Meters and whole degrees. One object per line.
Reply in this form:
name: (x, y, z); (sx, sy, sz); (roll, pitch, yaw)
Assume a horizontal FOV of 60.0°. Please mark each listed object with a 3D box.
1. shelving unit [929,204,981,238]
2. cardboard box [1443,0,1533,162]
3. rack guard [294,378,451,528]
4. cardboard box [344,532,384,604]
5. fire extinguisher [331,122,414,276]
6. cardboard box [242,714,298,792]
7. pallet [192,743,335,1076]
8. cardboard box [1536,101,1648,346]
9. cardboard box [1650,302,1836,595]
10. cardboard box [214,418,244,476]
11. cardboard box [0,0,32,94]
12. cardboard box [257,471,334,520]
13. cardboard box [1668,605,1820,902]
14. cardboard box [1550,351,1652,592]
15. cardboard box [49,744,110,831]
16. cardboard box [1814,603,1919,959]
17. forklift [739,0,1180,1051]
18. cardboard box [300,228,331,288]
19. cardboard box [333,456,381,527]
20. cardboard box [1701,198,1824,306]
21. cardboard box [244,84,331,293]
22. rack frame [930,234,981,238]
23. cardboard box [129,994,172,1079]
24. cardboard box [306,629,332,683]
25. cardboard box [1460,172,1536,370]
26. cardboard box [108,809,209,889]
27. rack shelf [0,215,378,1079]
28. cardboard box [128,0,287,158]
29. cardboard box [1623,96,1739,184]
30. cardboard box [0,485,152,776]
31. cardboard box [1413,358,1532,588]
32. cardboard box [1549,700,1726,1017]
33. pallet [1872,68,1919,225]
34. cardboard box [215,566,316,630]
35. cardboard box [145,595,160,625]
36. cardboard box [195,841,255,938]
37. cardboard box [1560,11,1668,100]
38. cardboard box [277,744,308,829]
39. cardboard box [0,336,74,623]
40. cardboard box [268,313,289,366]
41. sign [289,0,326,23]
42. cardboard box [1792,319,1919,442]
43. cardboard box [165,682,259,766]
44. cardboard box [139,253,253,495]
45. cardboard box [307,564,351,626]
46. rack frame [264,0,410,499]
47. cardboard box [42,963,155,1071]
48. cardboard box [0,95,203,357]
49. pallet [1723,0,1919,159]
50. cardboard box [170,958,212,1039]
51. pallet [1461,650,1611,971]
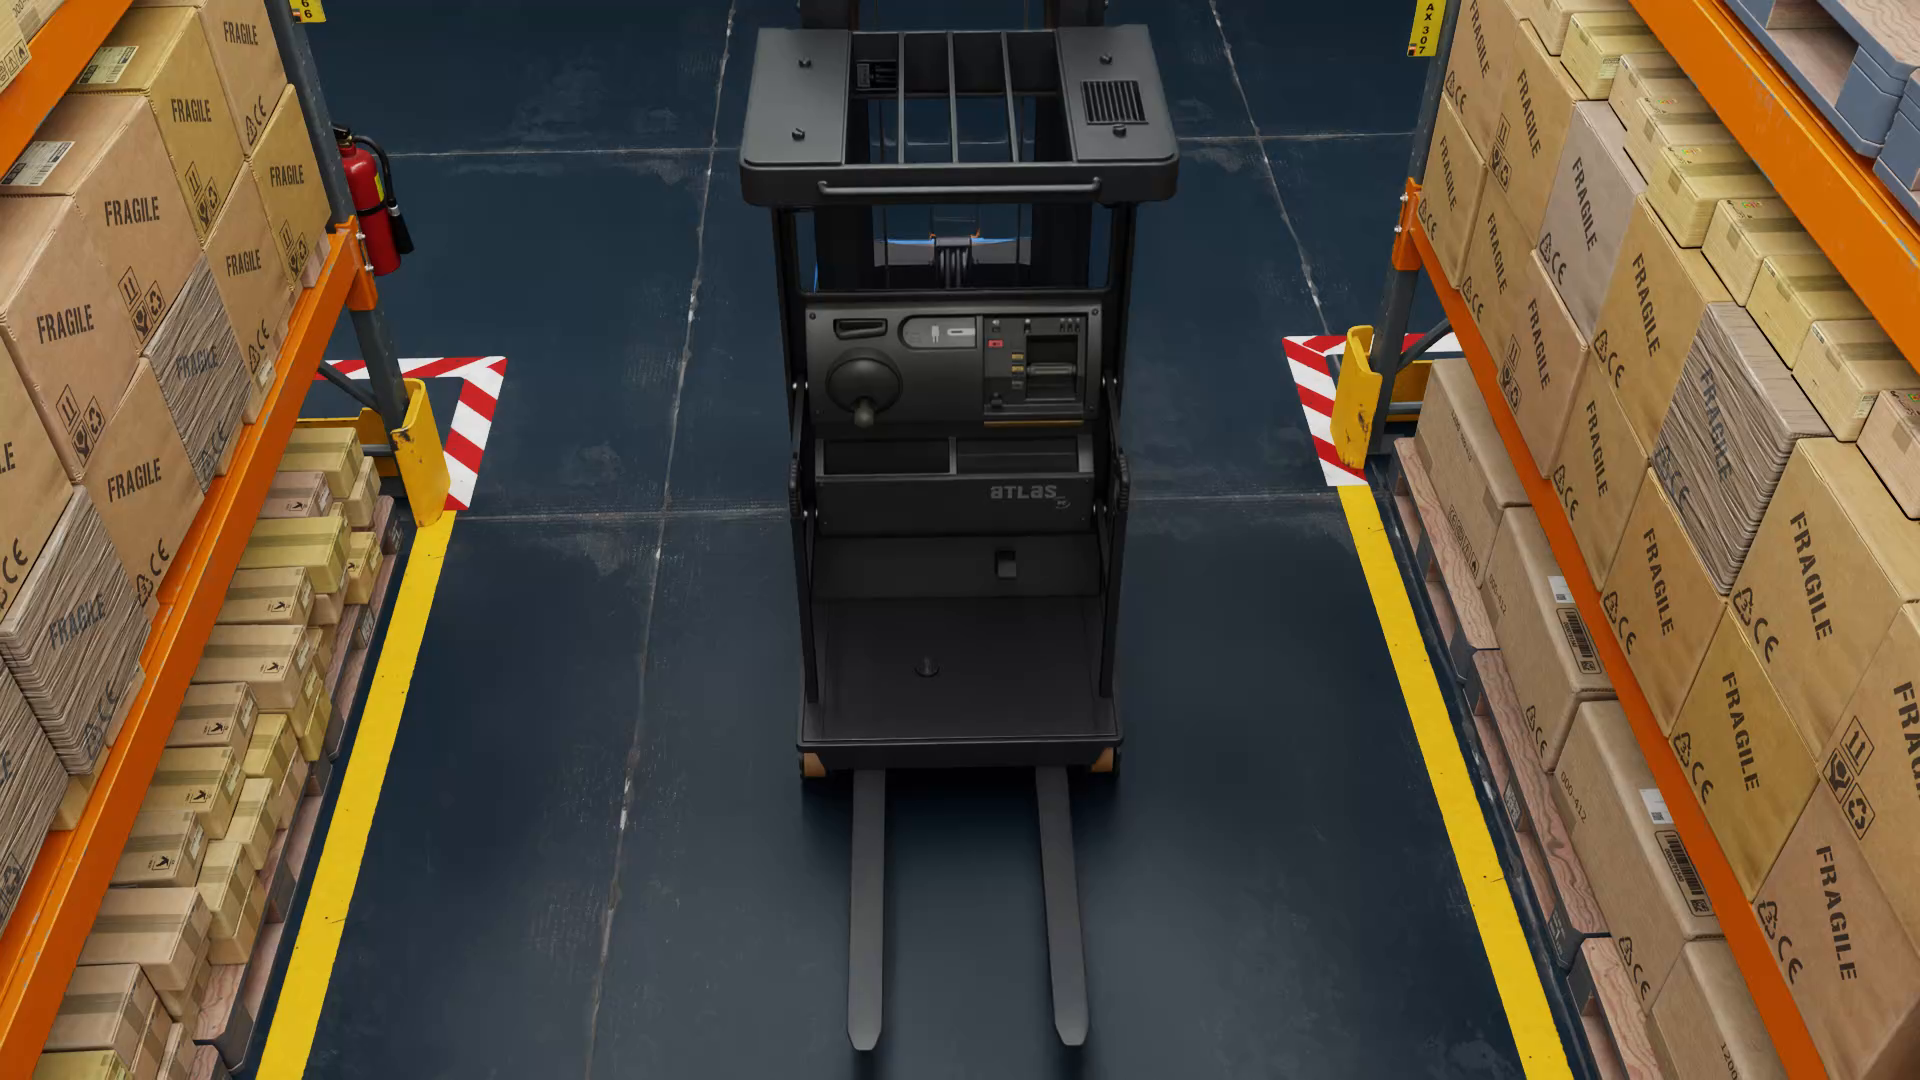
shelving unit: (-0.020, -0.886, 6.940); (0.215, 1.050, 0.252); (-1, 43, -1)
cardboard box: (1.945, -1.595, 5.456); (0.500, 0.500, 0.500); (-3, 43, -3)
rack guard: (-2.729, -0.338, 6.749); (1.175, 0.500, 0.348); (-2, 43, -2)
cardboard box: (-2.389, 0.105, 6.214); (0.380, 0.149, 0.250); (0, 43, 0)
fire extinguisher: (-2.282, -1.328, 6.313); (0.296, 0.674, 0.183); (-2, 43, -2)
cardboard box: (-2.373, 0.697, 5.348); (0.380, 0.149, 0.250); (0, 43, 0)
pallet: (-2.681, 1.139, 5.351); (1.003, 0.211, 1.213); (-2, 43, -2)
cardboard box: (2.004, -0.899, 4.697); (0.500, 0.500, 0.500); (-2, 43, -2)
cardboard box: (2.039, -0.223, 3.960); (0.500, 0.500, 0.500); (-1, 43, -1)
cardboard box: (-2.421, -0.318, 5.063); (0.380, 0.149, 0.250); (-3, 43, -4)
cardboard box: (-2.369, -1.024, 3.539); (0.500, 0.250, 0.500); (0, 43, 0)
cardboard box: (-2.503, -0.113, 6.012); (0.380, 0.149, 0.250); (-1, 43, -1)
cardboard box: (2.077, 0.489, 3.922); (0.500, 0.500, 0.500); (-3, 43, -3)
cardboard box: (2.034, -0.204, 4.678); (0.500, 0.500, 0.500); (0, 43, 0)
cardboard box: (-2.347, 0.575, 4.089); (0.380, 0.149, 0.250); (-1, 43, -1)
cardboard box: (2.083, 0.463, 3.211); (0.500, 0.500, 0.500); (-2, 43, -2)
forklift: (-0.011, -0.468, 5.092); (1.130, 2.935, 3.031); (-1, 43, -1)
cardboard box: (-2.436, -1.006, 5.814); (0.380, 0.149, 0.250); (-2, 43, -2)
cardboard box: (-2.424, -0.176, 6.302); (0.380, 0.149, 0.250); (-3, 43, -3)
cardboard box: (2.032, -0.695, 3.994); (0.380, 0.149, 0.250); (-2, 43, -2)
cardboard box: (-2.456, -1.162, 5.503); (0.500, 0.500, 0.500); (-1, 43, -1)
rack frame: (-0.017, -0.804, 6.850); (0.200, 1.050, 0.008); (-1, 43, -1)
cardboard box: (-2.413, 1.408, 4.573); (0.380, 0.149, 0.250); (-4, 43, -4)
cardboard box: (-2.440, 0.452, 5.836); (0.380, 0.149, 0.250); (-1, 43, -1)
cardboard box: (1.992, -0.885, 5.422); (0.500, 0.500, 0.500); (-2, 43, -2)
cardboard box: (-2.439, 0.939, 4.864); (0.380, 0.149, 0.250); (-3, 43, -4)
rack shelf: (-2.647, 0.304, 4.731); (1.077, 0.370, 4.000); (-2, 43, -2)
cardboard box: (-2.464, -1.524, 5.159); (0.500, 0.500, 0.500); (-2, 43, -3)
cardboard box: (1.988, -1.042, 4.373); (0.380, 0.149, 0.250); (-1, 43, -1)
cardboard box: (-2.345, 0.226, 3.989); (0.500, 0.500, 0.500); (-2, 43, -3)
cardboard box: (2.337, -0.289, 6.431); (0.875, 0.438, 0.875); (-3, 43, -3)
cardboard box: (2.421, 0.937, 5.093); (0.875, 0.438, 0.875); (-3, 43, -3)
pallet: (2.355, -0.447, 2.863); (1.003, 0.211, 1.213); (-2, 43, -2)
cardboard box: (-2.417, 0.235, 5.633); (0.380, 0.149, 0.250); (-3, 43, -4)
cardboard box: (-2.409, 0.214, 4.483); (0.380, 0.149, 0.250); (0, 43, 0)
cardboard box: (-2.349, 1.049, 4.964); (0.380, 0.149, 0.250); (-2, 43, -2)
cardboard box: (1.956, -1.388, 4.750); (0.380, 0.149, 0.250); (-3, 43, -3)
cardboard box: (-2.375, 0.808, 5.448); (0.380, 0.149, 0.250); (-1, 43, -1)
cardboard box: (-2.366, -0.128, 3.636); (0.500, 0.500, 0.500); (-1, 43, -1)
cardboard box: (-2.437, -0.669, 5.445); (0.380, 0.149, 0.250); (-2, 43, -2)
sign: (-2.177, -1.857, 5.465); (0.100, 0.325, 0.005); (-2, 43, -2)
cardboard box: (2.069, -0.352, 3.621); (0.380, 0.149, 0.250); (-2, 43, -2)
cardboard box: (-2.450, 0.596, 5.239); (0.380, 0.149, 0.250); (-3, 43, -3)
cardboard box: (-2.408, -0.472, 4.751); (0.500, 0.500, 0.500); (-2, 43, -2)
cardboard box: (-2.401, 0.174, 5.919); (0.380, 0.149, 0.250); (-3, 43, -4)
rack frame: (-2.732, -1.311, 5.960); (1.000, 3.000, 0.127); (-2, 43, -2)
cardboard box: (-2.416, 1.295, 4.476); (0.380, 0.149, 0.250); (-3, 43, -3)
cardboard box: (-2.411, -0.832, 4.403); (0.500, 0.500, 0.500); (0, 43, 0)
pallet: (2.306, -1.268, 3.759); (1.003, 0.211, 1.213); (-2, 43, -2)
cardboard box: (-2.437, 1.334, 4.874); (0.380, 0.149, 0.250); (-3, 43, -4)
pallet: (2.370, 0.866, 5.649); (1.003, 0.211, 1.213); (-2, 43, -2)
